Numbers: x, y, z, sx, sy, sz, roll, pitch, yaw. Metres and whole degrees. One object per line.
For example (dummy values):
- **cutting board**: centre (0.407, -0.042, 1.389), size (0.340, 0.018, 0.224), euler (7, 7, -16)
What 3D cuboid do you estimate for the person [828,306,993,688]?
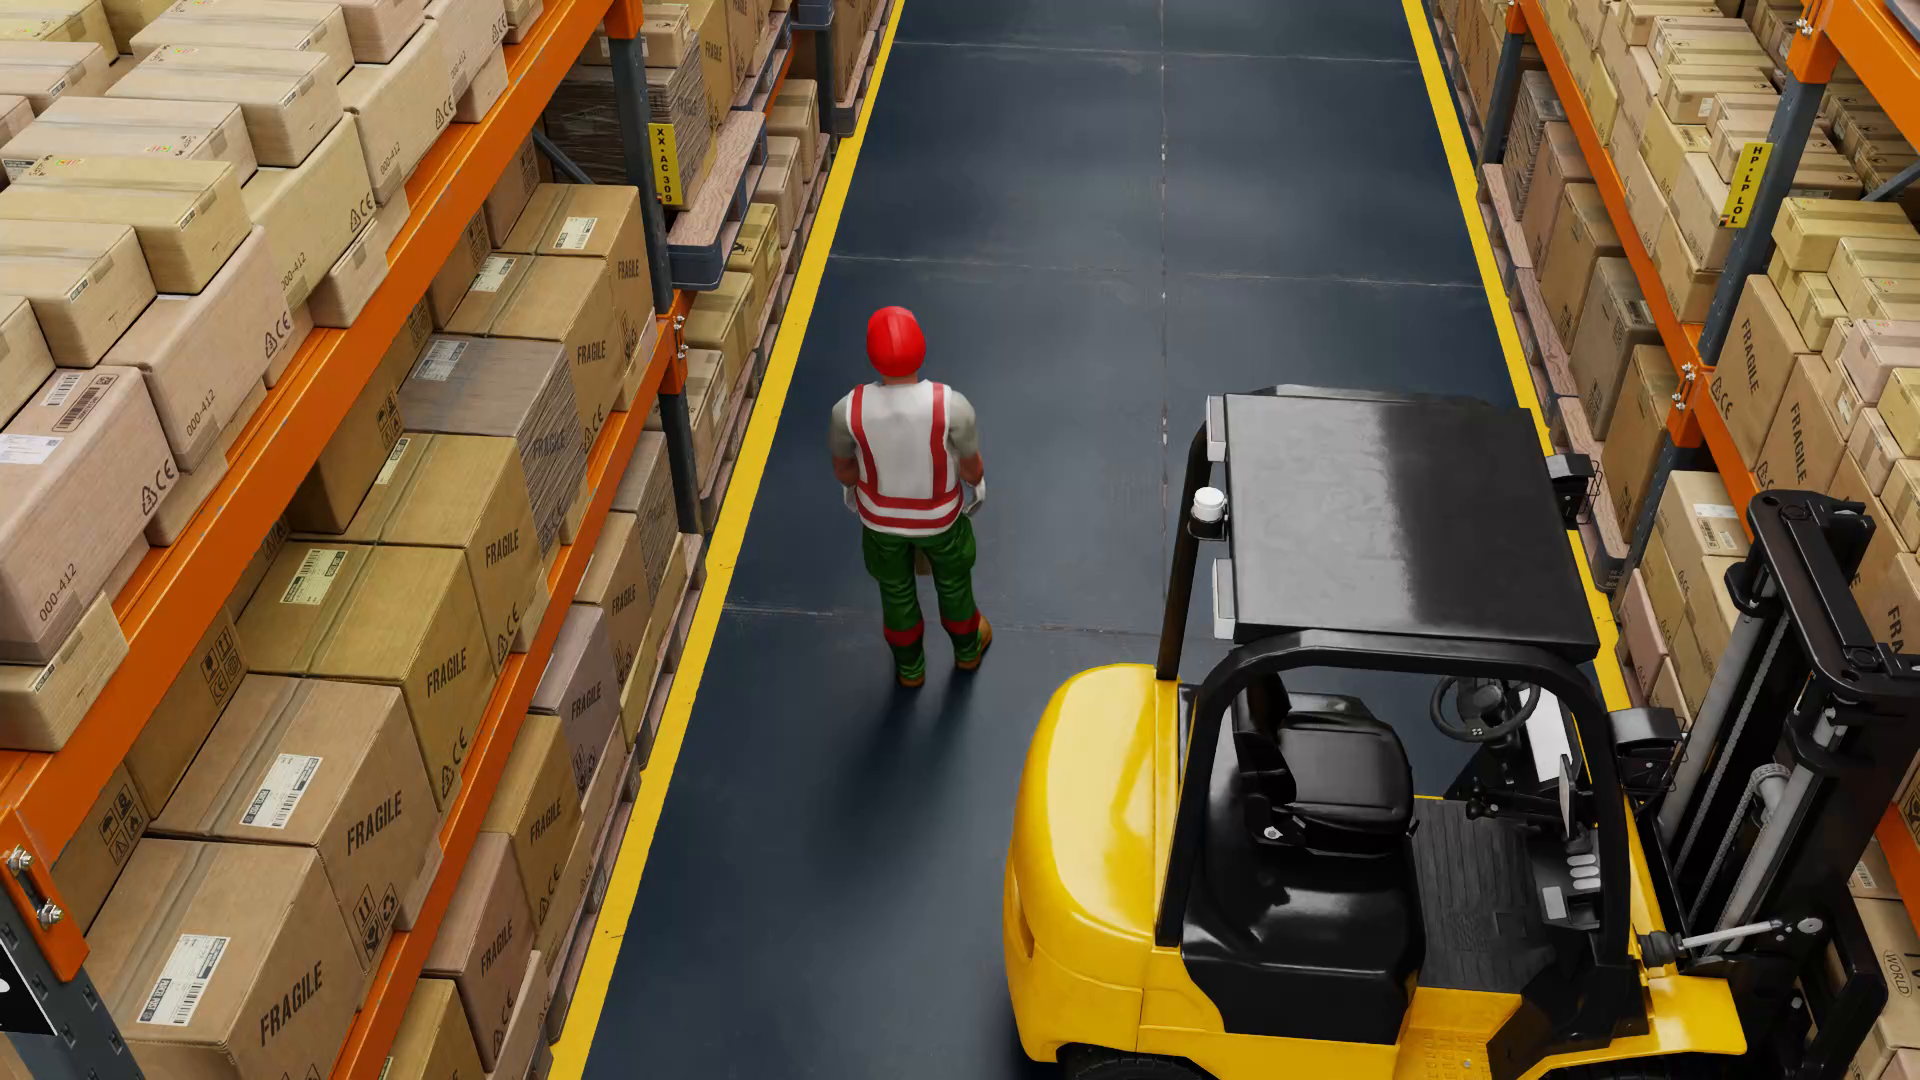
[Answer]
- **person**: centre (-0.170, -0.164, 6.322), size (0.597, 1.789, 0.562), euler (2, 40, 2)
